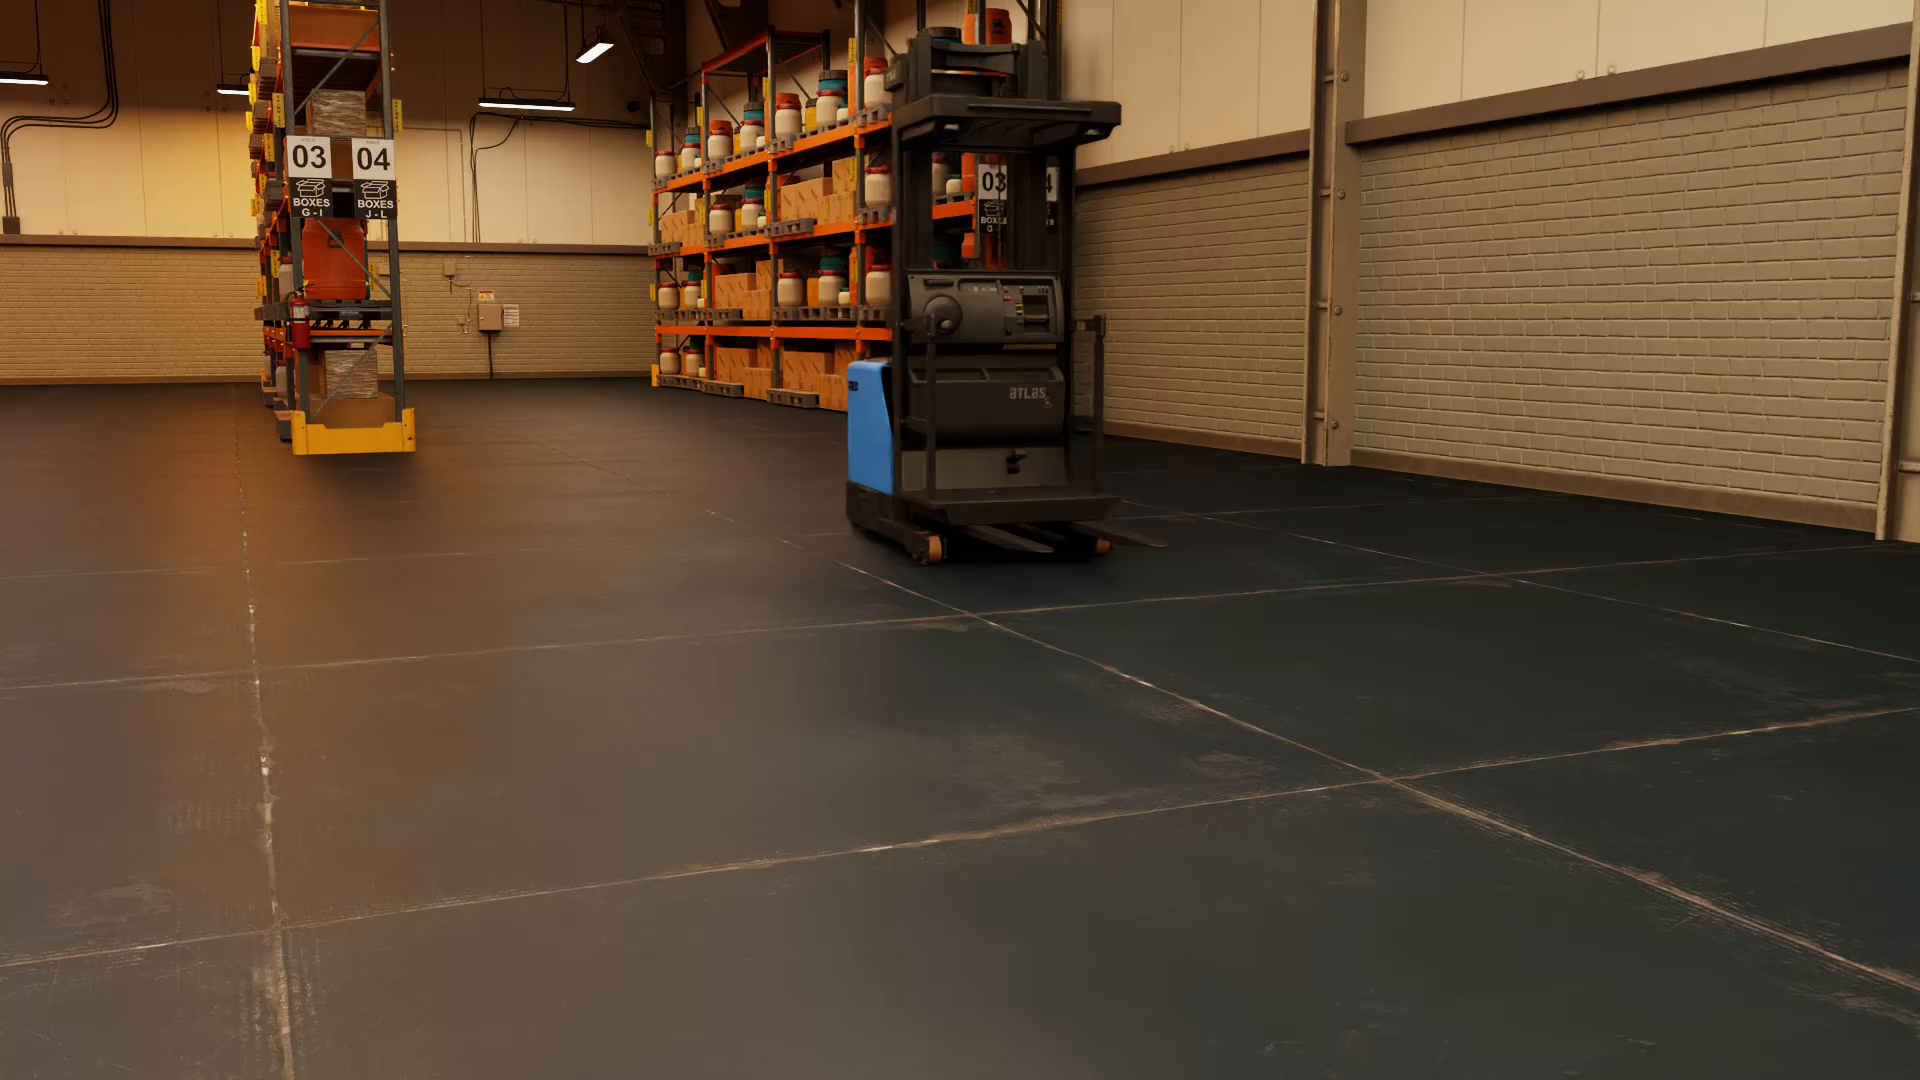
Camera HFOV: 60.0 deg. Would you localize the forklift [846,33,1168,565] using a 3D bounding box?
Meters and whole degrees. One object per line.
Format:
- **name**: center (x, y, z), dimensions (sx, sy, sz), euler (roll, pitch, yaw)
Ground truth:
- **forklift**: center (0.224, -1.375, 9.371), dimensions (1.130, 2.935, 3.031), euler (-3, 8, -19)
